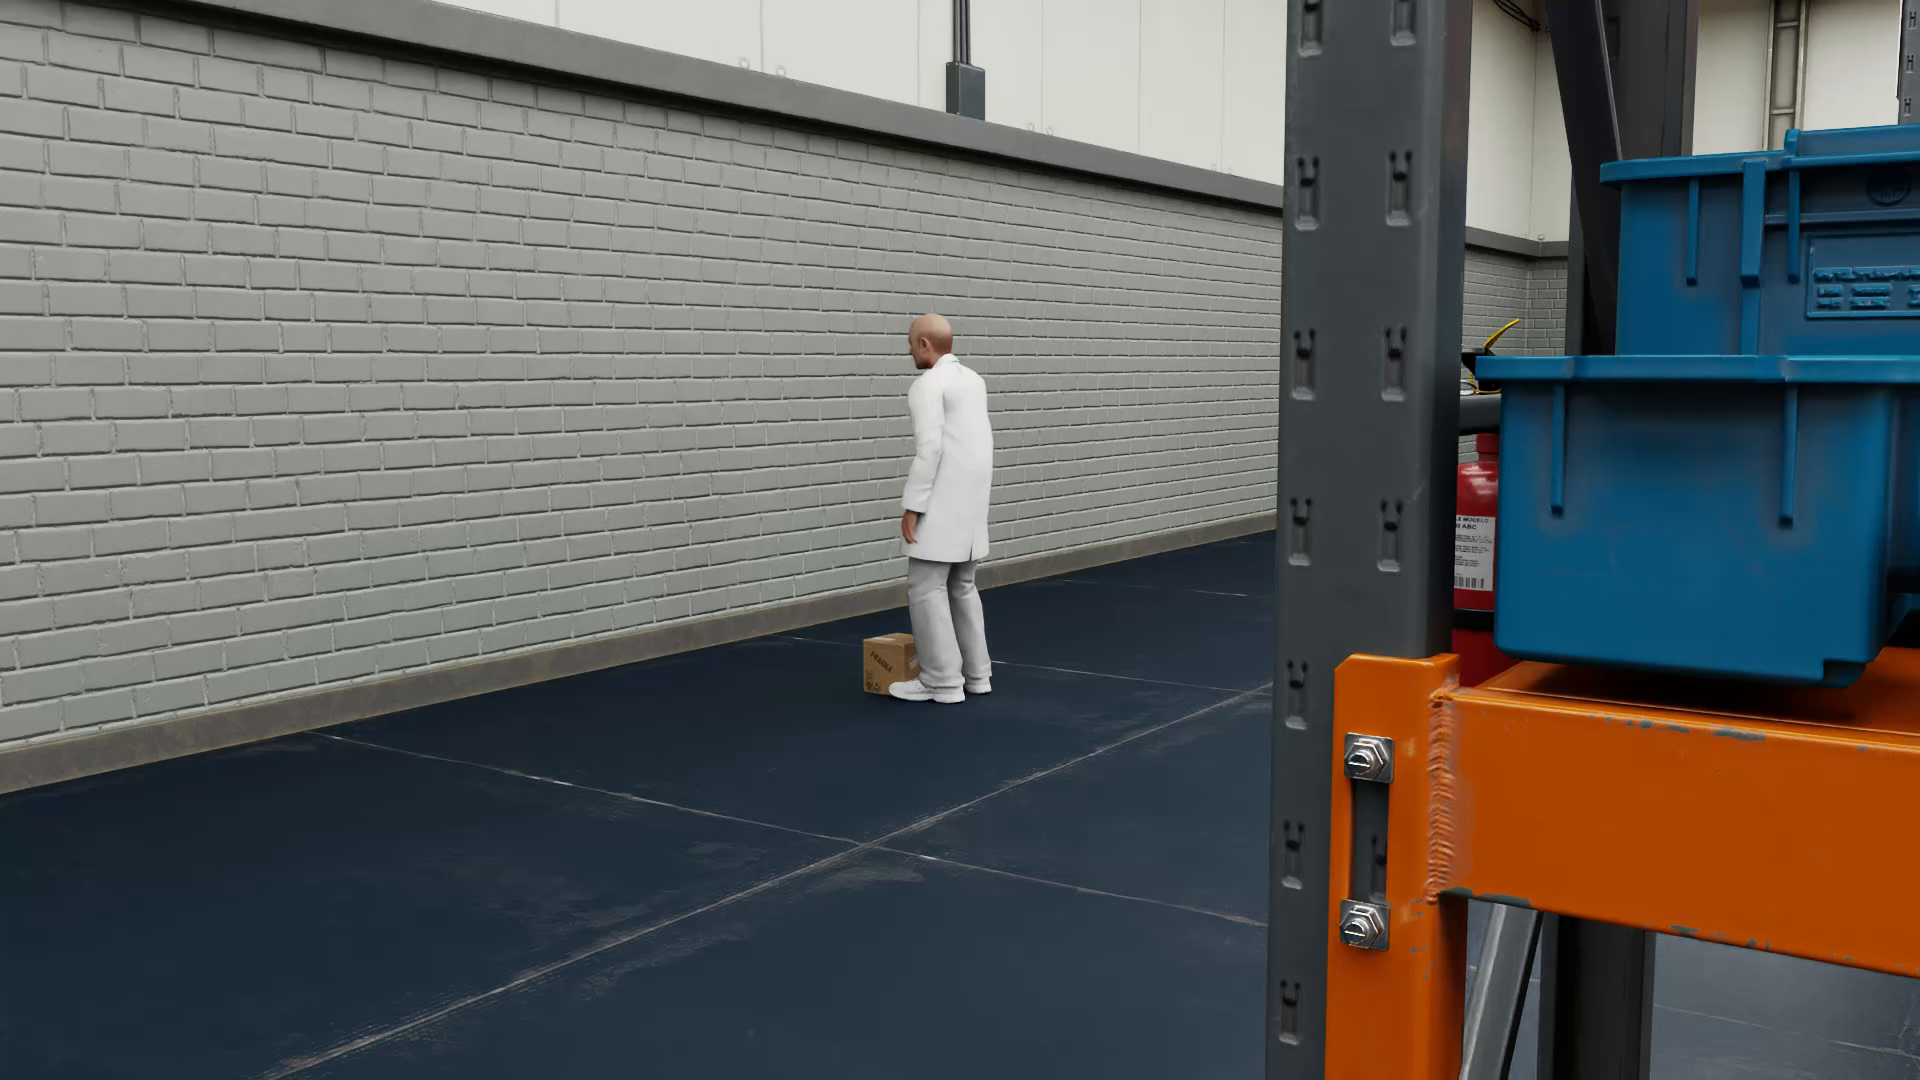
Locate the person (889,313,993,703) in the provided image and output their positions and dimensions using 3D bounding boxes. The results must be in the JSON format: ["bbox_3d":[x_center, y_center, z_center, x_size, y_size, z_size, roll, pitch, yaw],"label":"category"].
[{"bbox_3d":[-0.077,-0.150,7.660,0.429,1.772,0.648,4,7,30],"label":"person"}]
